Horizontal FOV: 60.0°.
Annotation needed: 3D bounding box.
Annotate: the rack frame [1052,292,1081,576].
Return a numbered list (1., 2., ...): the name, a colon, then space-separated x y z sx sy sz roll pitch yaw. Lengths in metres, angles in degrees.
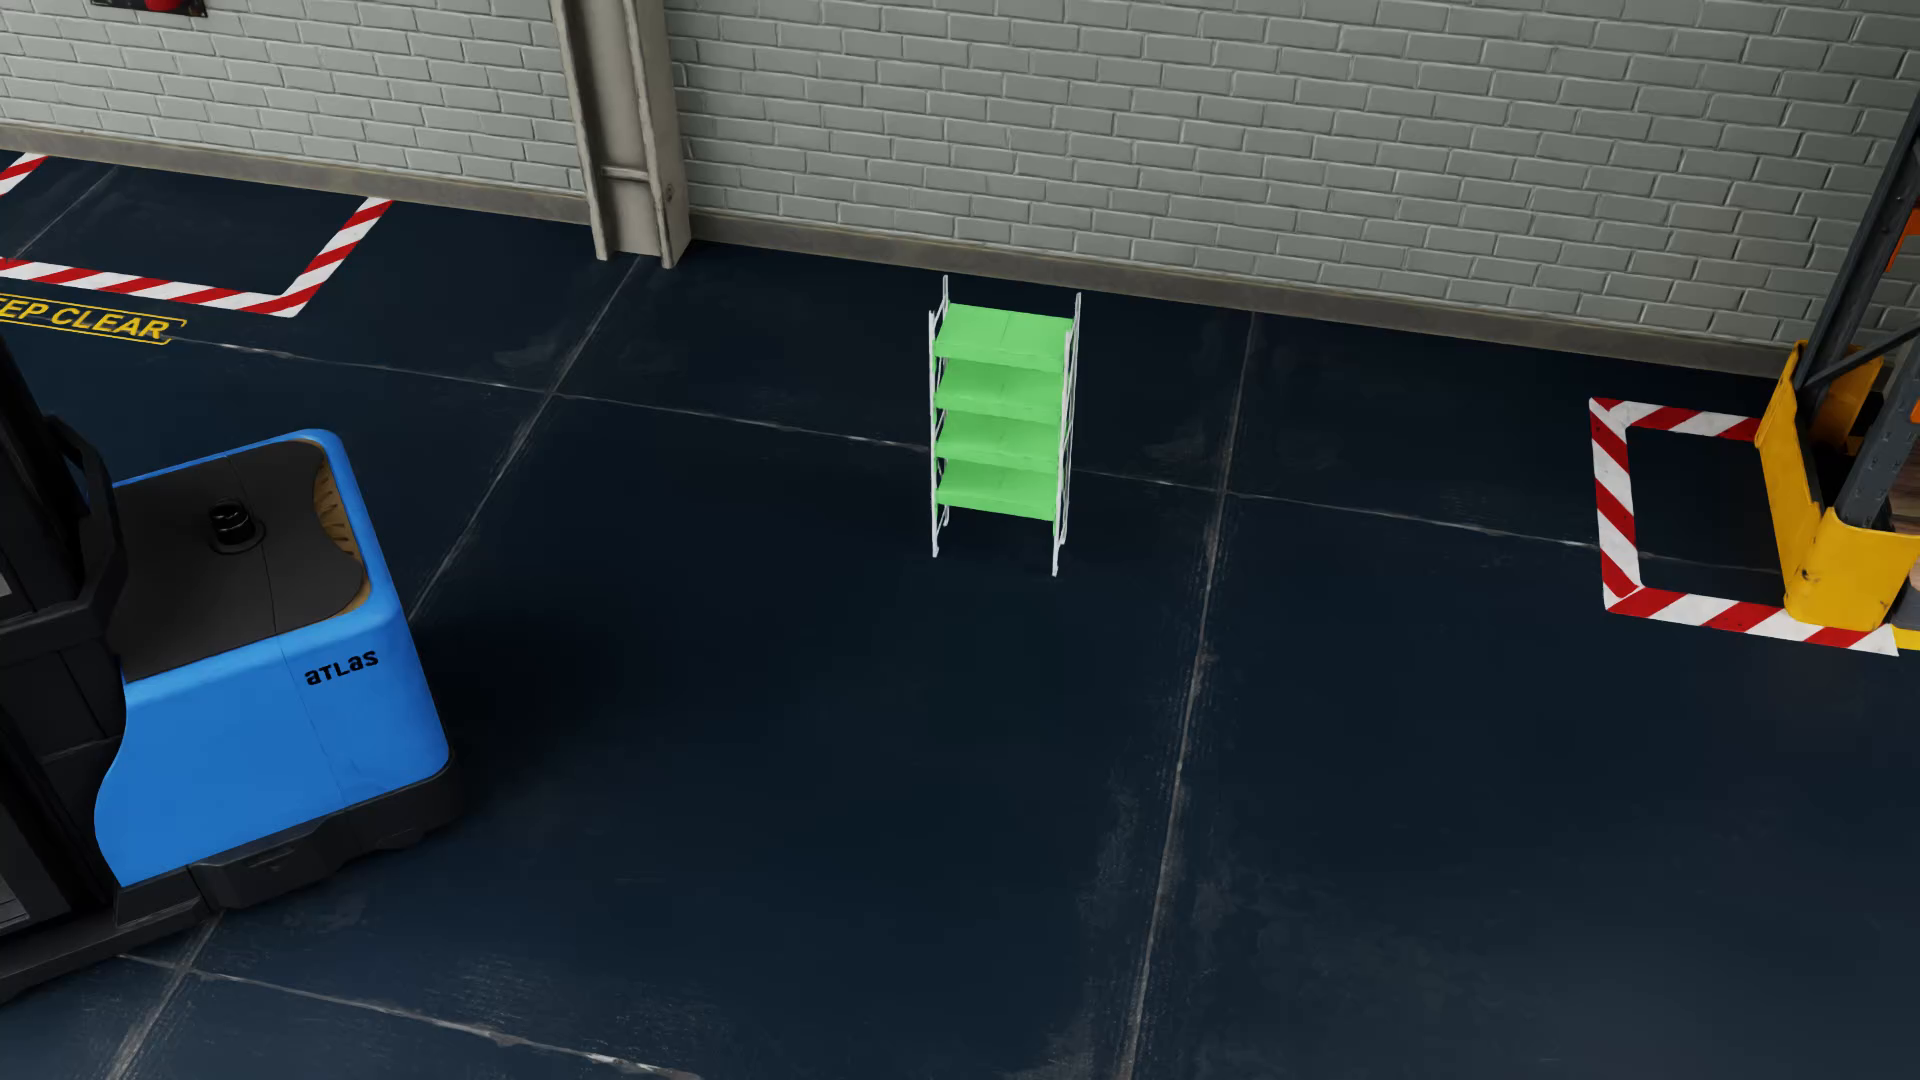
1. rack frame: 0.400 -0.370 6.269 0.015 1.200 0.240 9 45 9

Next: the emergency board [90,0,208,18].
1. emergency board: -3.966 -2.939 7.641 0.643 1.169 0.194 9 45 9

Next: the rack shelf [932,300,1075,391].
1. rack shelf: 0.162 -0.707 6.019 0.480 0.148 0.258 9 45 9

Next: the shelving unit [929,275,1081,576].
1. shelving unit: 0.162 -0.407 6.308 0.503 1.200 0.258 9 45 9

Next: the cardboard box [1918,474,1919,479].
1. cardboard box: 4.076 -0.175 6.391 0.500 0.311 0.500 4 44 4

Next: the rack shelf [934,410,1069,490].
1. rack shelf: 0.162 -0.361 6.352 0.480 0.148 0.258 9 45 9

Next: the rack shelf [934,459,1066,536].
1. rack shelf: 0.162 -0.188 6.519 0.480 0.148 0.258 9 45 9

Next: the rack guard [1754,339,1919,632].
1. rack guard: 3.495 -0.239 6.638 0.348 0.500 1.175 9 45 9

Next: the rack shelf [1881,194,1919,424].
1. rack shelf: 5.372 -0.589 5.718 4.000 0.370 1.077 9 45 9

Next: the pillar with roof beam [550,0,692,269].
1. pillar with roof beam: -2.503 -1.787 2.118 0.400 9.000 9.100 9 45 9

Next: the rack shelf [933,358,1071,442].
1. rack shelf: 0.162 -0.534 6.186 0.480 0.148 0.258 9 45 9

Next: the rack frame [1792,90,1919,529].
1. rack frame: 3.421 -1.151 5.783 0.127 3.000 1.000 9 45 9

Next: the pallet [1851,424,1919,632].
1. pallet: 4.280 0.012 6.585 1.213 0.211 1.003 9 45 9

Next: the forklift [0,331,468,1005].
1. forklift: -3.243 0.076 4.558 3.031 2.935 1.130 -19 47 -19

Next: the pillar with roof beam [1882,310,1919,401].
1. pillar with roof beam: 3.353 -0.879 1.174 0.400 9.000 9.100 9 45 9

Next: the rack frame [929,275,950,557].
1. rack frame: -0.077 -0.444 6.346 0.015 1.200 0.240 9 45 9
